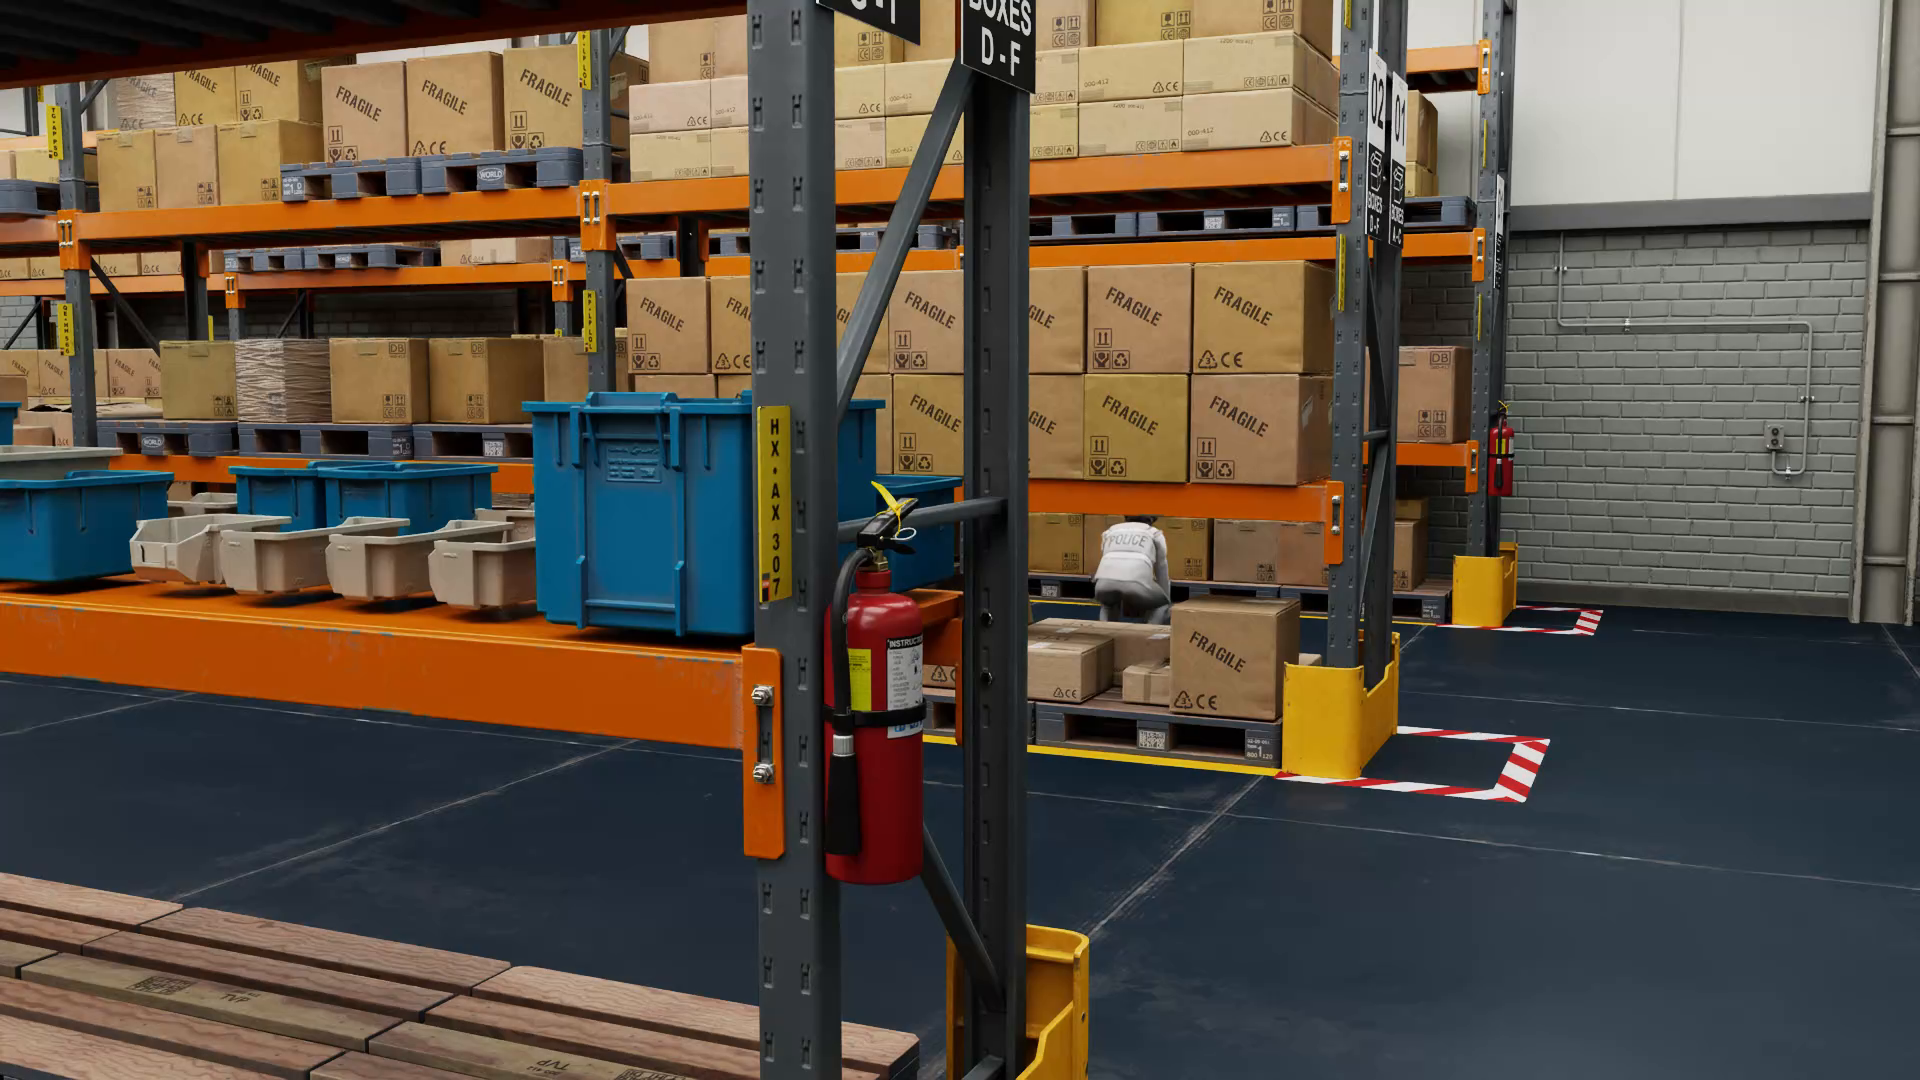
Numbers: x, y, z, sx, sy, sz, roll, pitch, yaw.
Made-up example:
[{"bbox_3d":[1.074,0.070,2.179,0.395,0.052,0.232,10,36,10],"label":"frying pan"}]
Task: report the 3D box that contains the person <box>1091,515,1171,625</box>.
[{"bbox_3d":[1.114,0.255,10.738,0.464,0.981,0.853,2,6,22],"label":"person"}]
